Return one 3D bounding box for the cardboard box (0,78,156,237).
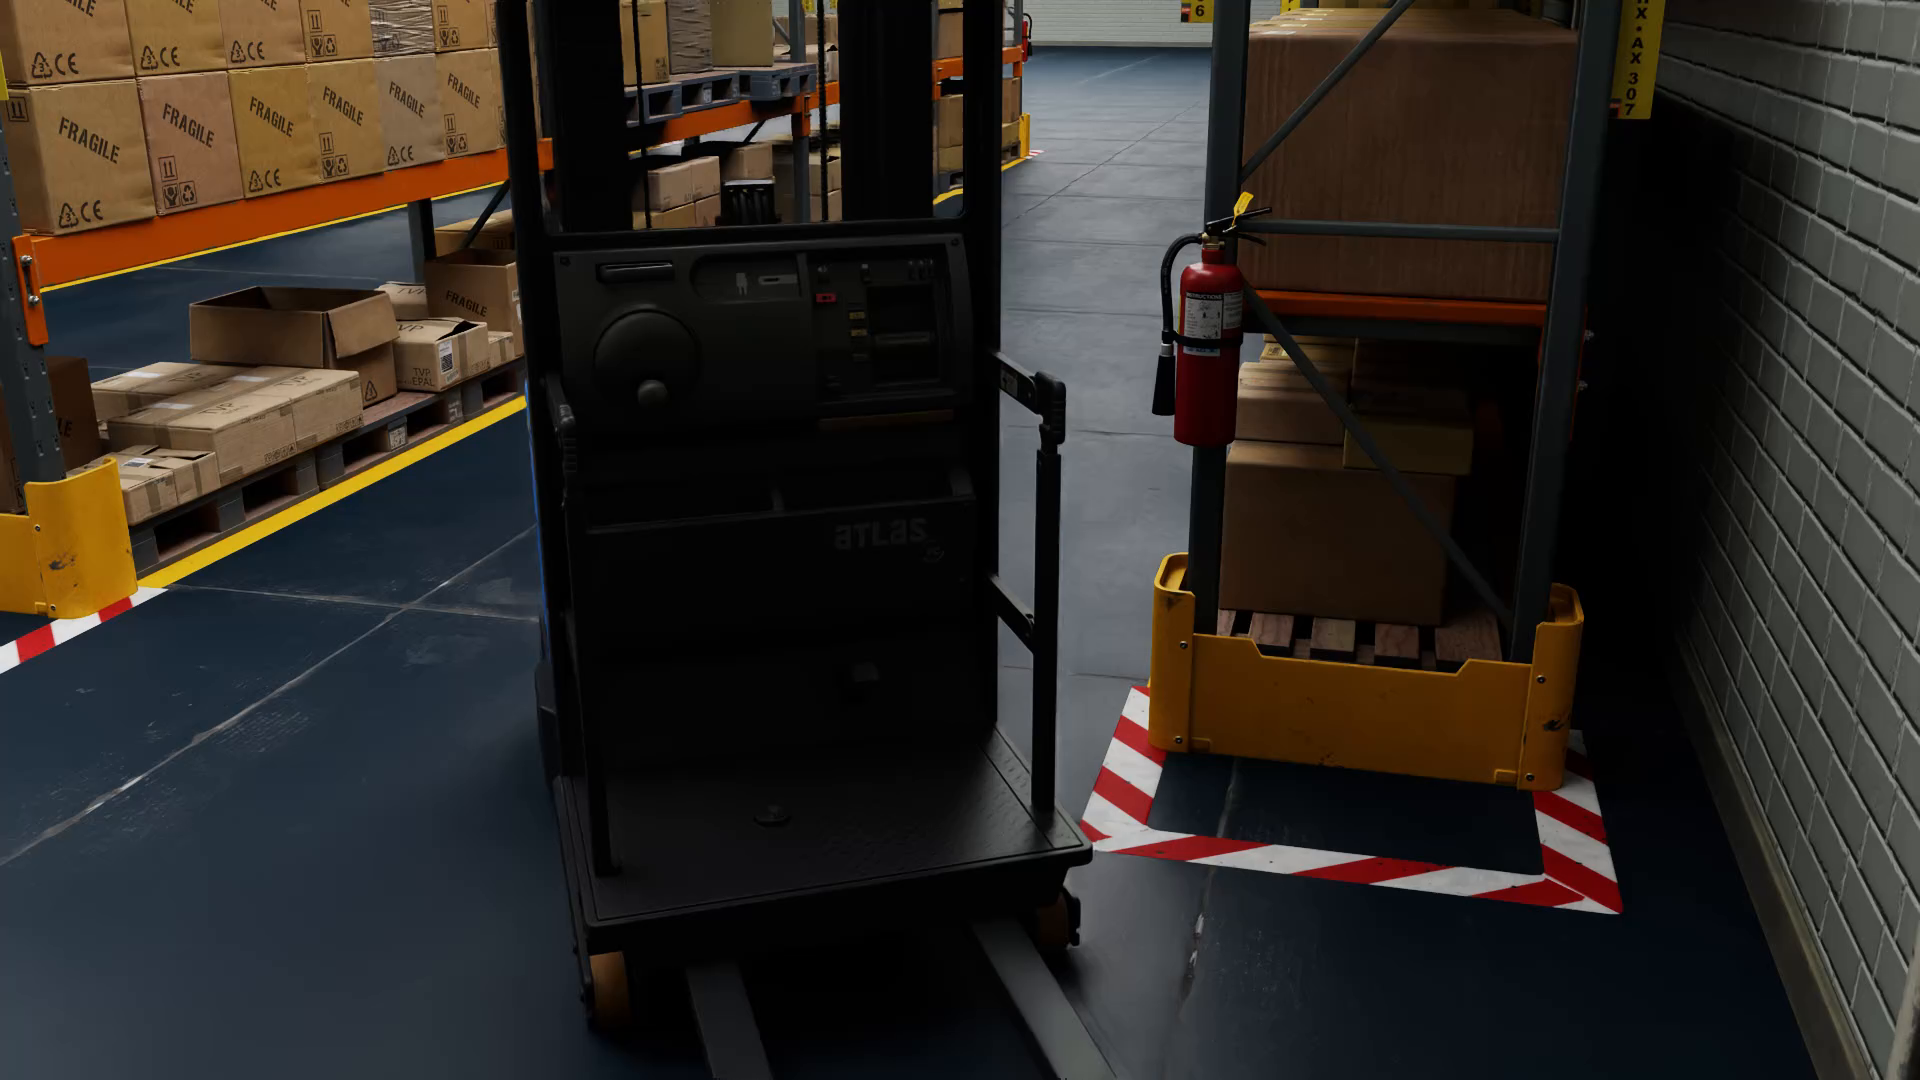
[{"bbox_3d":[-3.281,-1.376,5.921,0.500,0.500,0.500,5,20,15],"label":"cardboard box"}]

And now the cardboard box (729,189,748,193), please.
[{"bbox_3d":[-1.818,-2.269,11.878,0.500,0.500,0.500,4,19,11],"label":"cardboard box"}]

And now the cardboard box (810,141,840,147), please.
[{"bbox_3d":[-1.031,-3.347,14.582,0.500,0.311,0.500,4,19,12],"label":"cardboard box"}]

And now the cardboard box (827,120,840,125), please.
[{"bbox_3d":[-1.056,-4.025,16.567,0.500,0.311,0.500,5,19,14],"label":"cardboard box"}]

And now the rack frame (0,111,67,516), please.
[{"bbox_3d":[-3.645,-1.210,5.591,1.000,3.000,0.127,5,19,13],"label":"rack frame"}]

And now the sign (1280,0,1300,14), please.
[{"bbox_3d":[1.608,-2.624,8.062,0.100,0.325,0.005,5,19,13],"label":"sign"}]

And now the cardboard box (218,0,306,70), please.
[{"bbox_3d":[-3.034,-2.170,6.699,0.500,0.500,0.500,5,19,14],"label":"cardboard box"}]

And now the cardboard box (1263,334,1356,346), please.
[{"bbox_3d":[1.466,-0.914,6.937,0.380,0.149,0.250,4,19,12],"label":"cardboard box"}]

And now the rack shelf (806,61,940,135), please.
[{"bbox_3d":[-1.202,-4.004,14.884,1.077,0.370,4.000,5,19,13],"label":"rack shelf"}]

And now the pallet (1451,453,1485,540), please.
[{"bbox_3d":[1.579,-0.139,6.768,1.003,0.211,1.213,5,19,13],"label":"pallet"}]

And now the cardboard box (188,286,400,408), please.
[{"bbox_3d":[-3.122,-0.902,7.869,0.797,0.503,0.637,5,19,13],"label":"cardboard box"}]

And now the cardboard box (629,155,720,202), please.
[{"bbox_3d":[-1.947,-2.447,11.239,0.500,0.250,0.500,4,19,12],"label":"cardboard box"}]

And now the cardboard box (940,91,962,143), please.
[{"bbox_3d":[-0.182,-4.502,17.672,0.500,0.500,0.500,5,19,13],"label":"cardboard box"}]

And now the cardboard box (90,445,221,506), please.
[{"bbox_3d":[-3.149,-0.260,6.512,0.380,0.166,0.250,5,19,13],"label":"cardboard box"}]

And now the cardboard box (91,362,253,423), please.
[{"bbox_3d":[-3.490,-0.603,7.385,0.500,0.250,0.500,5,19,13],"label":"cardboard box"}]

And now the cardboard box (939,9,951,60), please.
[{"bbox_3d":[-0.489,-5.324,17.481,0.700,0.500,0.500,4,19,13],"label":"cardboard box"}]

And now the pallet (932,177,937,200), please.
[{"bbox_3d":[-0.856,-3.418,16.368,1.003,0.211,1.213,5,19,13],"label":"pallet"}]

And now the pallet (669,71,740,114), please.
[{"bbox_3d":[-2.161,-3.017,11.177,1.003,0.211,1.213,5,19,13],"label":"pallet"}]

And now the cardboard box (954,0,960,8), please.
[{"bbox_3d":[-0.211,-5.715,17.621,0.380,0.149,0.250,4,19,12],"label":"cardboard box"}]

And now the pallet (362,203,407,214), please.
[{"bbox_3d":[-5.966,-3.412,16.349,1.003,0.211,1.213,5,19,13],"label":"pallet"}]

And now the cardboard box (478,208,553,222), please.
[{"bbox_3d":[-2.696,-1.821,10.565,0.500,0.500,0.500,5,19,14],"label":"cardboard box"}]

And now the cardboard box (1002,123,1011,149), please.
[{"bbox_3d":[0.309,-4.774,19.628,0.500,0.250,0.500,5,19,13],"label":"cardboard box"}]

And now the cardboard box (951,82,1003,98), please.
[{"bbox_3d":[0.191,-4.972,19.047,0.500,0.500,0.500,5,19,13],"label":"cardboard box"}]

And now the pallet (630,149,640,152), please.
[{"bbox_3d":[-4.715,-5.016,21.048,1.003,0.211,1.213,5,19,13],"label":"pallet"}]

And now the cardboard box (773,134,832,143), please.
[{"bbox_3d":[-1.430,-3.543,15.156,0.500,0.311,0.500,5,20,15],"label":"cardboard box"}]

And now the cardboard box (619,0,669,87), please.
[{"bbox_3d":[-2.229,-3.062,10.206,0.700,0.500,0.500,8,20,22],"label":"cardboard box"}]

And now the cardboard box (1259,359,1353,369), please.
[{"bbox_3d":[1.478,-0.378,6.371,0.700,0.500,0.500,4,19,12],"label":"cardboard box"}]

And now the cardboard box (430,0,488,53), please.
[{"bbox_3d":[-2.663,-2.645,8.089,0.500,0.500,0.500,4,19,12],"label":"cardboard box"}]

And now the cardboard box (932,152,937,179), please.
[{"bbox_3d":[-0.534,-3.716,16.532,0.500,0.250,0.500,4,19,13],"label":"cardboard box"}]

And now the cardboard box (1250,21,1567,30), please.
[{"bbox_3d":[1.441,-1.352,5.541,0.980,0.700,0.700,5,19,13],"label":"cardboard box"}]

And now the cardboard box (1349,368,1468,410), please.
[{"bbox_3d":[1.520,-0.474,5.650,0.380,0.149,0.250,5,19,14],"label":"cardboard box"}]

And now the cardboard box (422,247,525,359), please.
[{"bbox_3d":[-2.532,-1.289,9.006,0.500,0.500,0.500,5,19,13],"label":"cardboard box"}]

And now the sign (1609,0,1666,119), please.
[{"bbox_3d":[1.696,-1.222,4.162,0.100,0.325,0.005,5,19,13],"label":"sign"}]

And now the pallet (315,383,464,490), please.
[{"bbox_3d":[-3.133,-0.546,7.959,1.003,0.211,1.213,5,19,13],"label":"pallet"}]

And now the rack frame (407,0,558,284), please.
[{"bbox_3d":[-2.668,-2.464,9.261,1.000,3.000,0.127,5,19,13],"label":"rack frame"}]

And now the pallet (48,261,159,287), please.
[{"bbox_3d":[-6.945,-2.159,12.682,1.003,0.211,1.213,5,19,13],"label":"pallet"}]

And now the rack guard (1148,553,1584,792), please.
[{"bbox_3d":[1.153,0.370,4.831,1.175,0.500,0.348,5,19,13],"label":"rack guard"}]

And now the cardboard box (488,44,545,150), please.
[{"bbox_3d":[-2.541,-2.335,8.727,0.500,0.500,0.500,5,19,14],"label":"cardboard box"}]

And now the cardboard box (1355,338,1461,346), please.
[{"bbox_3d":[1.705,-0.713,6.349,0.380,0.149,0.250,5,19,14],"label":"cardboard box"}]

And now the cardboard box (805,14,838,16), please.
[{"bbox_3d":[-1.168,-4.457,14.942,0.500,0.500,0.500,5,19,13],"label":"cardboard box"}]

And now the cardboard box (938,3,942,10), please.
[{"bbox_3d":[-0.399,-5.474,16.914,0.380,0.149,0.250,5,19,14],"label":"cardboard box"}]

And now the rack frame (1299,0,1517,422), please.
[{"bbox_3d":[2.136,-2.074,8.120,1.000,3.000,0.127,5,19,13],"label":"rack frame"}]

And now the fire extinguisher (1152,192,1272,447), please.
[{"bbox_3d":[0.675,-0.597,4.490,0.296,0.674,0.183,5,19,13],"label":"fire extinguisher"}]

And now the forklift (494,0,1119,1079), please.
[{"bbox_3d":[-0.362,-0.474,3.539,1.130,2.935,3.031,-6,20,-16],"label":"forklift"}]

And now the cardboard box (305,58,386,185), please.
[{"bbox_3d":[-2.911,-1.852,7.314,0.500,0.500,0.500,5,19,14],"label":"cardboard box"}]

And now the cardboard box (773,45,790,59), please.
[{"bbox_3d":[-1.560,-3.786,13.270,0.500,0.311,0.500,6,20,17],"label":"cardboard box"}]

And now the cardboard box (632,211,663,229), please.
[{"bbox_3d":[-2.194,-1.790,10.474,0.500,0.500,0.500,5,19,14],"label":"cardboard box"}]

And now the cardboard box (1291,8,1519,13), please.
[{"bbox_3d":[1.988,-2.047,7.577,0.980,0.700,0.700,5,19,14],"label":"cardboard box"}]

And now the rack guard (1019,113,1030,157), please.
[{"bbox_3d":[0.270,-5.050,20.699,1.175,0.500,0.348,5,19,13],"label":"rack guard"}]

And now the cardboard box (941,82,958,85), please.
[{"bbox_3d":[-0.313,-5.013,19.167,0.500,0.500,0.500,5,19,13],"label":"cardboard box"}]
